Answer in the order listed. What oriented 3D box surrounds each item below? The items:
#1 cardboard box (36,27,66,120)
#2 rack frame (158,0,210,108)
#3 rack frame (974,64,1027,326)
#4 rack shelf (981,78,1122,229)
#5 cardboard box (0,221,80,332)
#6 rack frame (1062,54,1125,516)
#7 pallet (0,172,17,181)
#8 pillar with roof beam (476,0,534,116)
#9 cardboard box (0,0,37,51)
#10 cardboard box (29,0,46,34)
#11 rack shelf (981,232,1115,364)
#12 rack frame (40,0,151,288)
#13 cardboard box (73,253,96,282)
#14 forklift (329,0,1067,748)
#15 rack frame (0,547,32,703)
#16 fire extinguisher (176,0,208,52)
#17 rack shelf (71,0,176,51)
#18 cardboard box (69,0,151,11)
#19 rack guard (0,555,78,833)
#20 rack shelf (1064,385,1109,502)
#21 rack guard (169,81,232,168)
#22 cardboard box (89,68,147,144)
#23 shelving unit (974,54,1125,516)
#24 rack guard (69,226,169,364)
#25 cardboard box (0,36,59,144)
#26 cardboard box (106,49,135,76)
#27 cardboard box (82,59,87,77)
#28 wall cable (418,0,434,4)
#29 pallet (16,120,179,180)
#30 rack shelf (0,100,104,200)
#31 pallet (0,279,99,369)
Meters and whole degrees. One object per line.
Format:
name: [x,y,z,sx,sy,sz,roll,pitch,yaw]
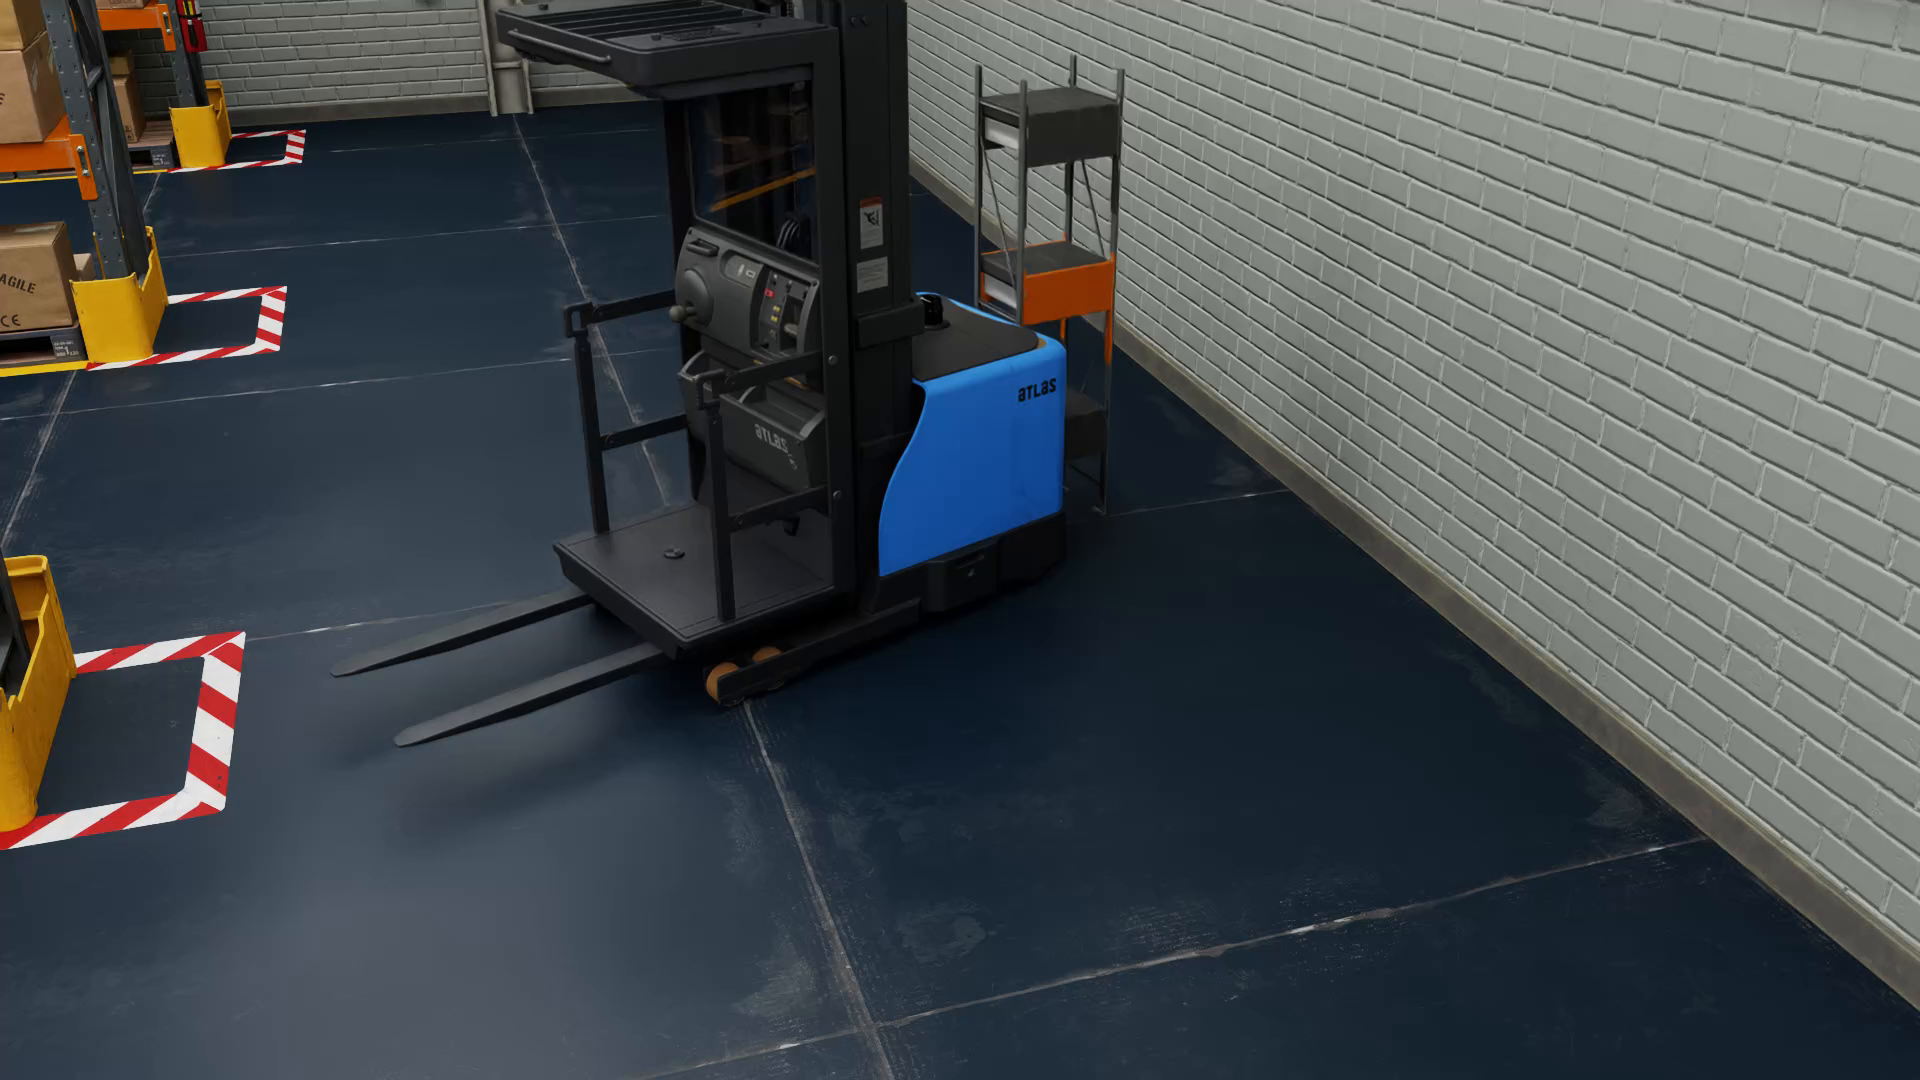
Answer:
cardboard box: [-5.606,-2.755,9.814,0.500,0.500,0.500,-8,27,-15]
rack frame: [-6.640,-4.754,13.952,0.127,3.000,1.000,-8,28,-16]
rack frame: [0.171,-1.025,7.454,0.015,2.100,0.400,-14,30,-27]
rack shelf: [0.382,-1.694,7.258,0.480,0.518,0.431,-14,30,-27]
cardboard box: [-5.543,-1.558,9.832,0.500,0.500,0.500,-8,28,-16]
rack frame: [0.593,-1.134,7.673,0.015,2.100,0.400,-14,30,-27]
pallet: [-8.534,-3.195,13.949,1.213,0.211,1.003,-8,28,-16]
pillar with roof beam: [-3.008,-6.358,10.437,0.400,9.000,9.100,-8,28,-16]
cardboard box: [-5.441,-2.975,9.132,0.500,0.500,0.500,-8,28,-17]
cardboard box: [-5.606,-3.203,9.591,0.500,0.500,0.500,-7,27,-15]
rack shelf: [0.382,-1.067,7.570,0.480,0.518,0.431,-14,30,-27]
rack frame: [-5.103,-2.660,9.734,0.127,3.000,1.000,-8,28,-16]
cardboard box: [-5.607,-1.668,10.447,0.250,0.149,0.380,-8,28,-16]
forklift: [-0.994,-0.932,6.332,3.031,2.935,1.130,-20,33,-34]
rack frame: [-3.572,-0.565,5.515,0.127,3.000,1.000,-8,28,-16]
fire extinguisher: [-6.354,-4.378,13.701,0.183,0.674,0.296,-8,28,-16]
rack shelf: [-8.542,-4.156,13.558,4.000,0.370,1.077,-8,28,-16]
cardboard box: [-7.122,-4.814,13.736,0.700,0.700,0.980,-7,27,-14]
rack guard: [-3.553,0.546,6.088,0.348,0.500,1.175,-8,28,-16]
rack shelf: [0.382,-0.440,7.881,0.480,0.518,0.431,-14,30,-27]
rack guard: [-6.617,-3.638,14.515,0.348,0.500,1.175,-8,28,-16]
cardboard box: [-7.275,-3.684,14.135,0.500,0.500,0.700,-8,28,-16]
shelving unit: [0.382,-1.080,7.563,0.503,2.100,0.431,-14,30,-27]
rack guard: [-5.175,-1.530,10.269,0.348,0.500,1.175,-8,28,-16]
cardboard box: [-5.444,-2.528,9.356,0.500,0.500,0.500,-7,27,-15]
cardboard box: [-7.218,-4.076,14.196,0.250,0.149,0.380,-8,28,-16]
cardboard box: [-7.340,-3.879,13.800,0.250,0.149,0.380,-9,28,-17]
wall cable: [-5.716,-5.785,14.887,1.851,1.984,0.084,-8,28,-16]
pallet: [-7.376,-3.362,14.284,1.213,0.211,1.003,-8,28,-16]
rack shelf: [-7.004,-2.062,9.340,4.000,0.370,1.077,-8,28,-16]
pallet: [-5.933,-1.290,10.112,1.213,0.211,1.003,-8,28,-16]
